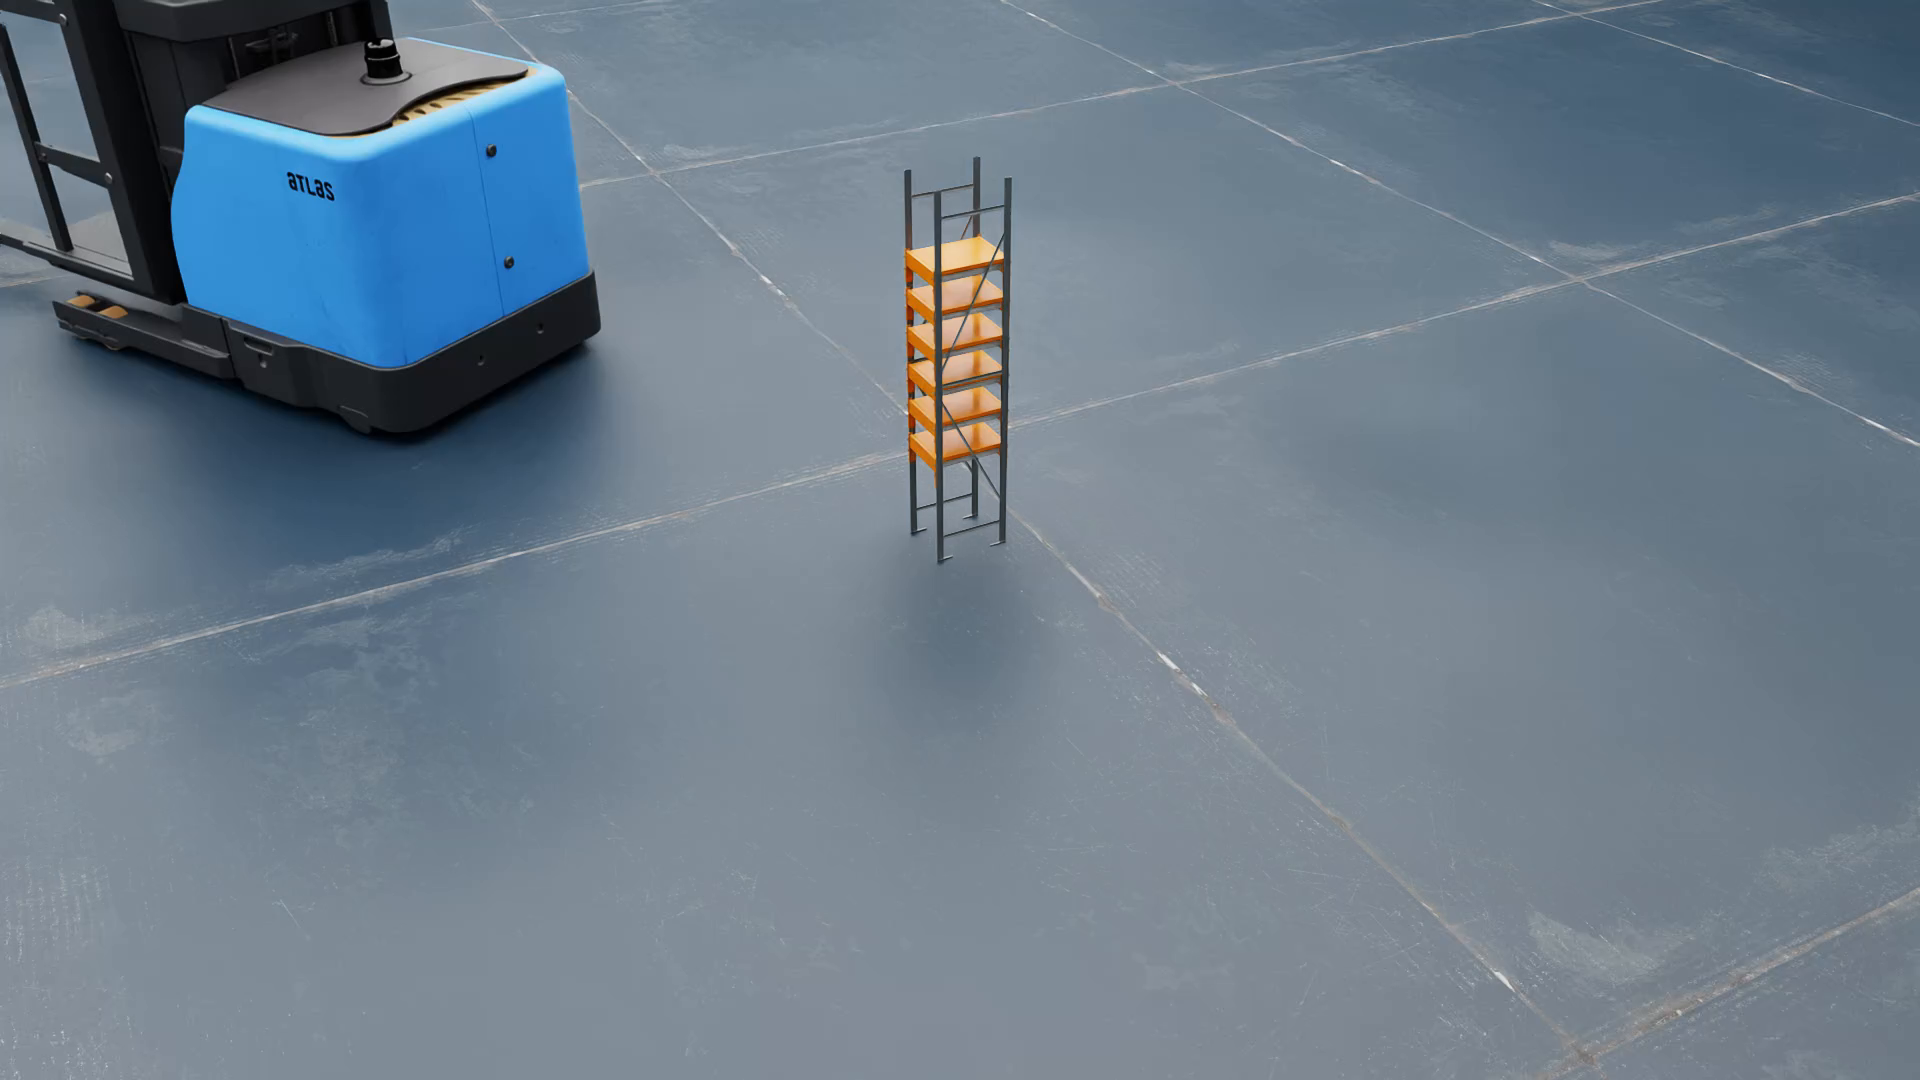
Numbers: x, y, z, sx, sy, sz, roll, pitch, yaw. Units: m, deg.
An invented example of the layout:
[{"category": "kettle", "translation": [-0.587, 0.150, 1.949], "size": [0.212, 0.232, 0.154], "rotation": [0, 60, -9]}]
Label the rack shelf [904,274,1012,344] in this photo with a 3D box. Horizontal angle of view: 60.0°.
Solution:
[{"category": "rack shelf", "translation": [-0.007, -0.677, 4.832], "size": [0.258, 0.103, 0.180], "rotation": [-16, 36, -23]}]

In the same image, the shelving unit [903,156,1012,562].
[{"category": "shelving unit", "translation": [-0.007, -0.512, 4.937], "size": [0.258, 1.200, 0.189], "rotation": [-16, 36, -23]}]

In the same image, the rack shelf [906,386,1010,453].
[{"category": "rack shelf", "translation": [-0.007, -0.374, 5.026], "size": [0.258, 0.103, 0.180], "rotation": [-16, 36, -23]}]

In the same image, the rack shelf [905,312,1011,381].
[{"category": "rack shelf", "translation": [-0.007, -0.576, 4.896], "size": [0.258, 0.103, 0.180], "rotation": [-16, 36, -23]}]

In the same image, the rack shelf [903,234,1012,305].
[{"category": "rack shelf", "translation": [-0.007, -0.778, 4.767], "size": [0.258, 0.103, 0.180], "rotation": [-16, 36, -23]}]

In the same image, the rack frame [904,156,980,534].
[{"category": "rack frame", "translation": [-0.049, -0.556, 5.005], "size": [0.240, 1.200, 0.006], "rotation": [-16, 36, -23]}]

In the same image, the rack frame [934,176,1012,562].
[{"category": "rack frame", "translation": [0.036, -0.468, 4.869], "size": [0.240, 1.200, 0.006], "rotation": [-16, 36, -23]}]

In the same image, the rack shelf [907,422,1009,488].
[{"category": "rack shelf", "translation": [-0.007, -0.273, 5.091], "size": [0.258, 0.103, 0.180], "rotation": [-16, 36, -23]}]

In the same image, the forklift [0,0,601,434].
[{"category": "forklift", "translation": [-2.905, -2.184, 5.943], "size": [3.031, 2.935, 1.130], "rotation": [18, 37, 26]}]

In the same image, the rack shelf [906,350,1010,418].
[{"category": "rack shelf", "translation": [-0.007, -0.475, 4.961], "size": [0.258, 0.103, 0.180], "rotation": [-16, 36, -23]}]
